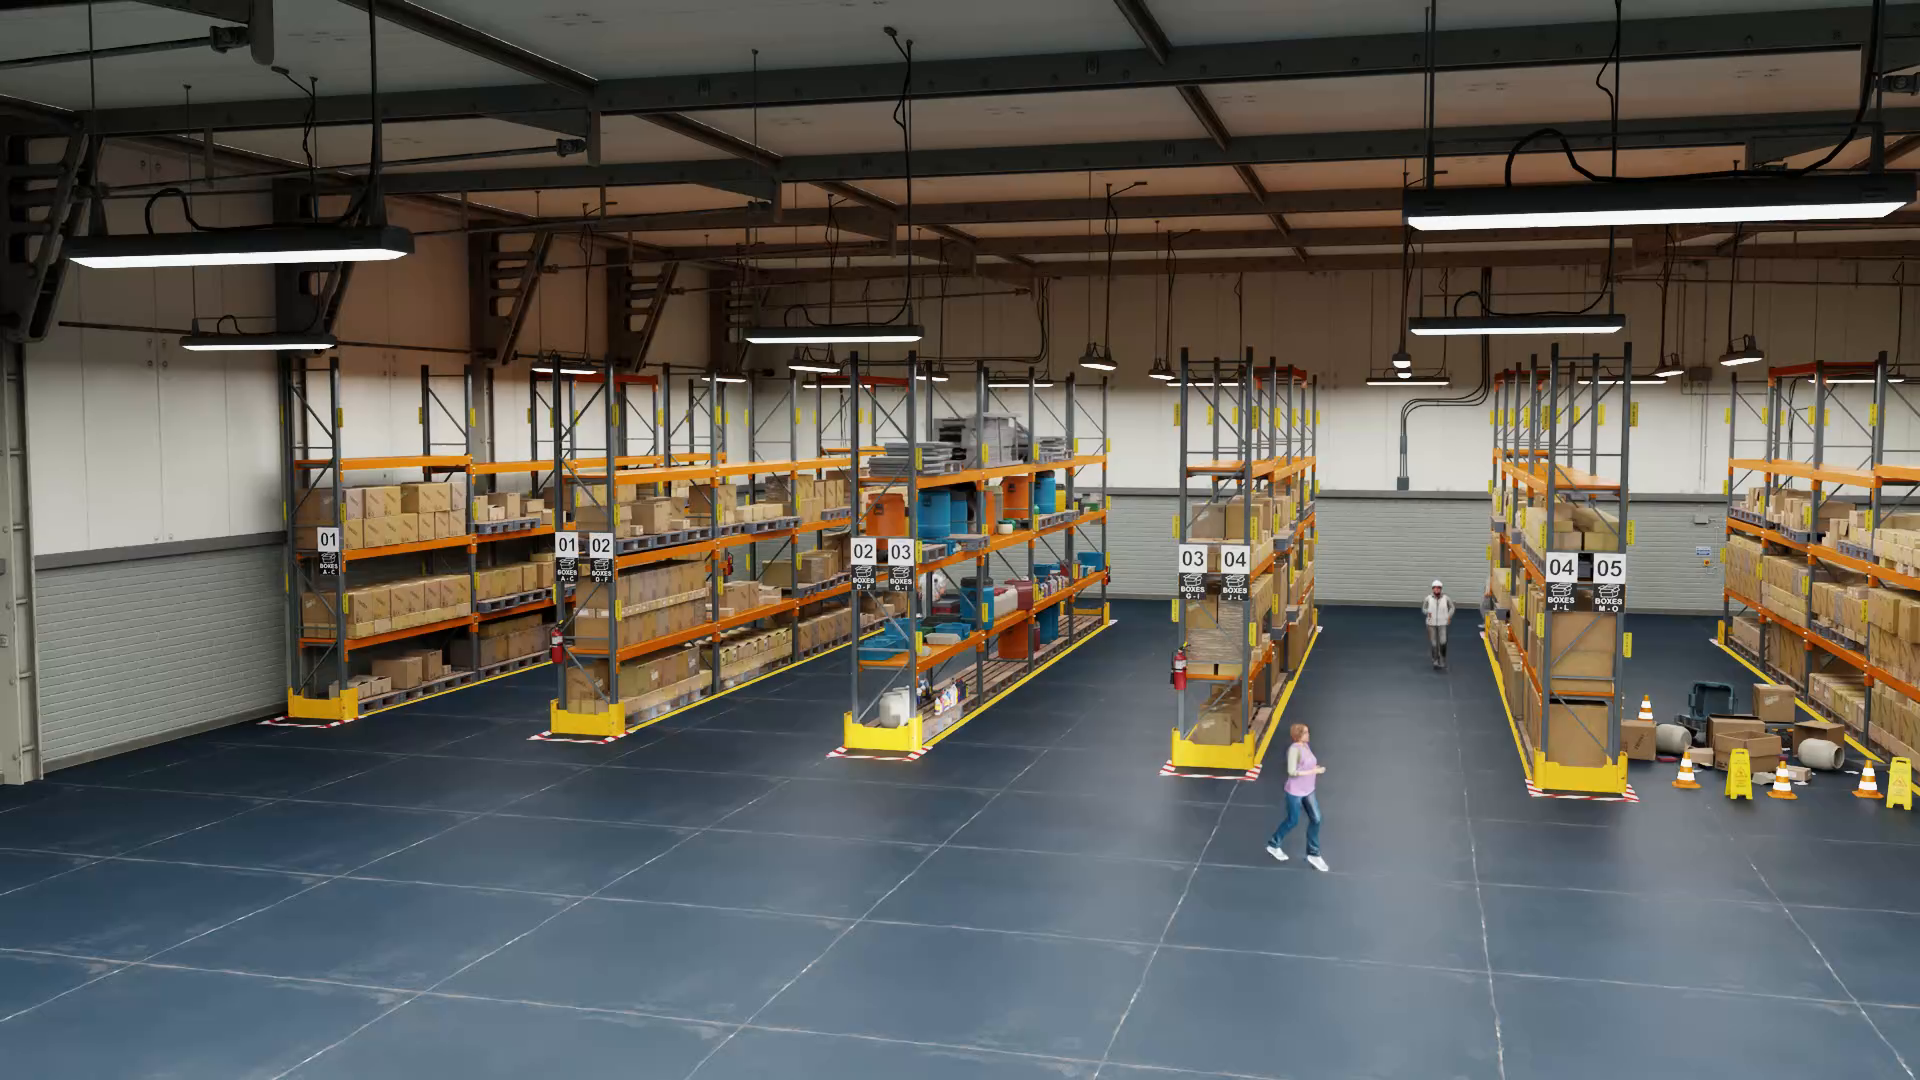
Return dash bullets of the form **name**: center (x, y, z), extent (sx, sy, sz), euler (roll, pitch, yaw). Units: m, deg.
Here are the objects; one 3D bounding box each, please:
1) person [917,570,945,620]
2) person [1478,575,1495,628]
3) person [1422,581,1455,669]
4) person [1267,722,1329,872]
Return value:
- **person**: center (-0.678, 1.366, 37.689), extent (0.658, 1.733, 0.620), euler (1, 4, 8)
- **person**: center (12.540, 1.274, 39.259), extent (0.672, 1.681, 0.771), euler (3, 5, 31)
- **person**: center (9.531, 1.693, 33.175), extent (0.633, 1.766, 0.689), euler (1, 4, 19)
- **person**: center (3.752, 2.834, 18.489), extent (0.719, 1.635, 0.524), euler (4, 6, 42)
